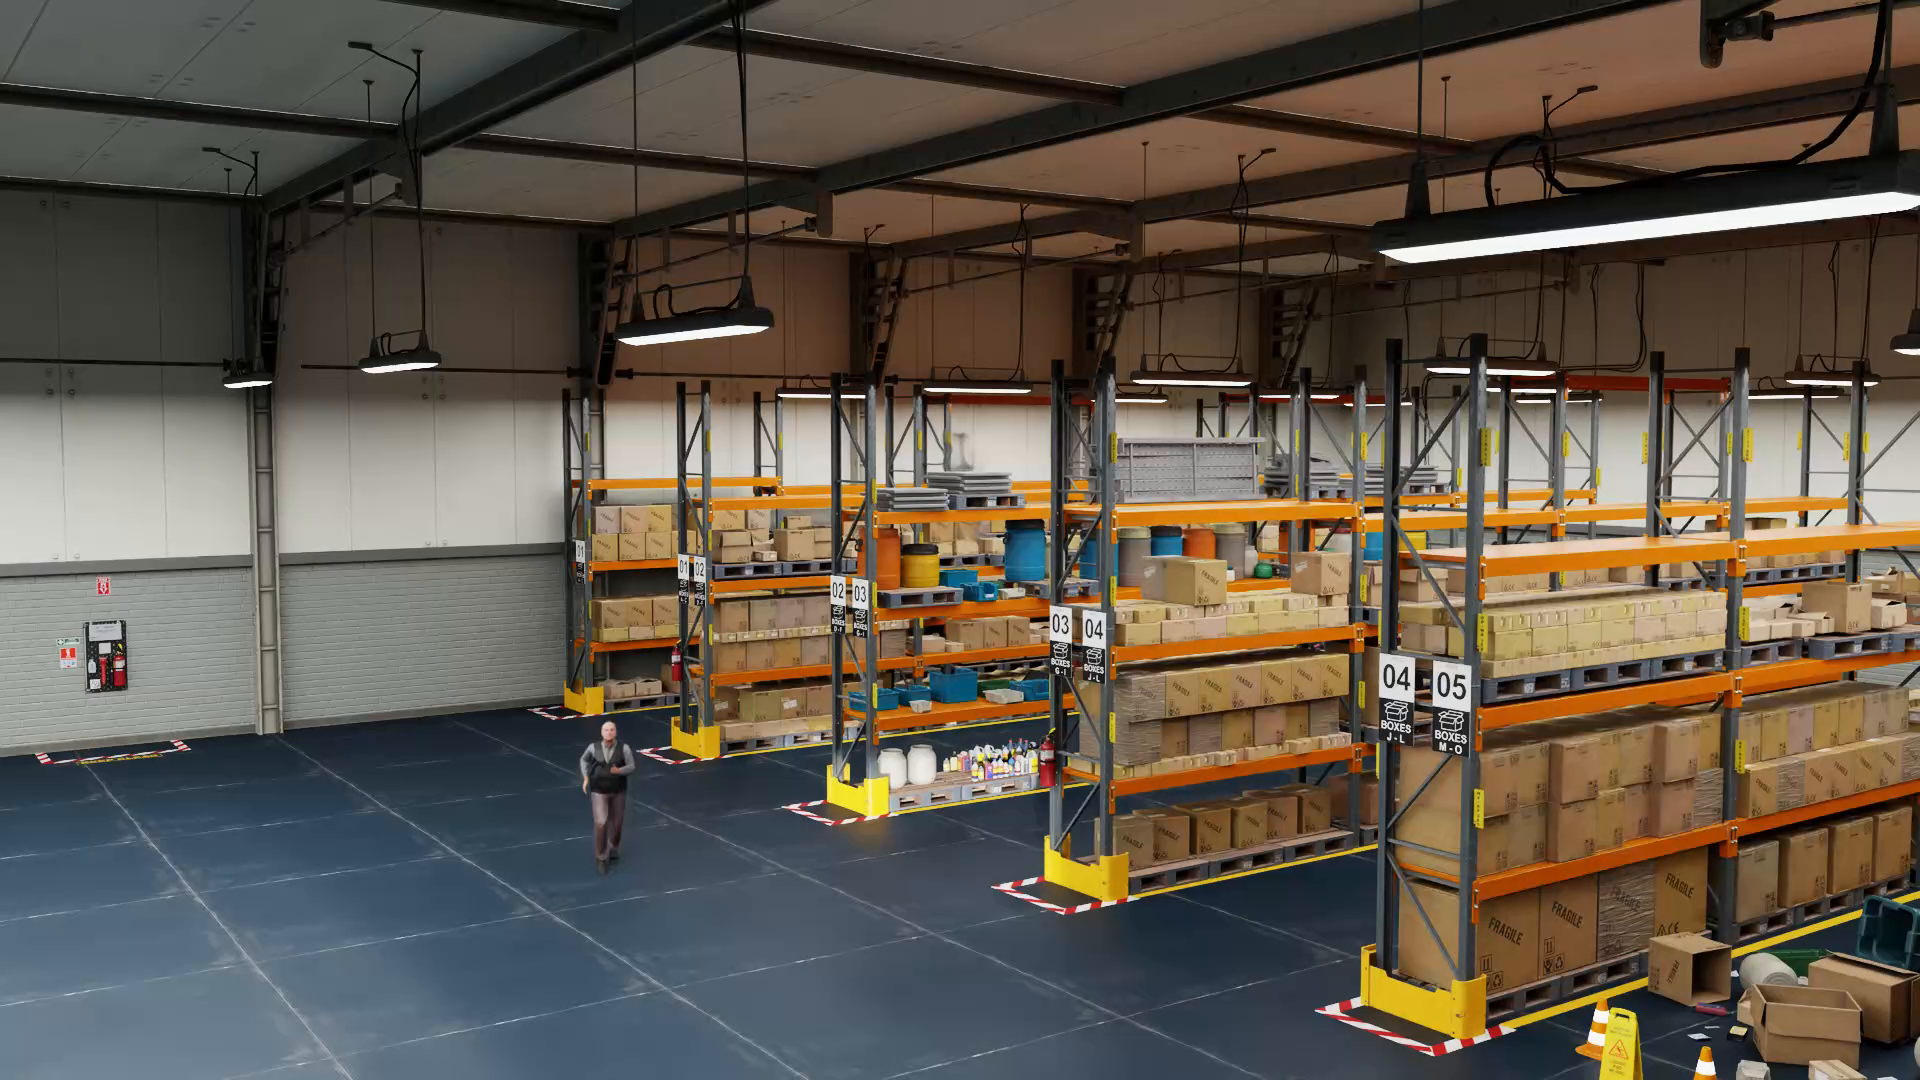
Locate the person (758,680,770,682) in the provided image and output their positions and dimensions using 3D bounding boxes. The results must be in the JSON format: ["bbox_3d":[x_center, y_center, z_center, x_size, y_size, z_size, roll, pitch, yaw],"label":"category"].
[{"bbox_3d":[-3.475,2.392,29.323,0.709,1.832,0.630,-3,5,-38],"label":"person"}]

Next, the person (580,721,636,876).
[{"bbox_3d":[-4.167,3.040,19.723,0.625,1.782,0.767,-1,4,-17],"label":"person"}]
